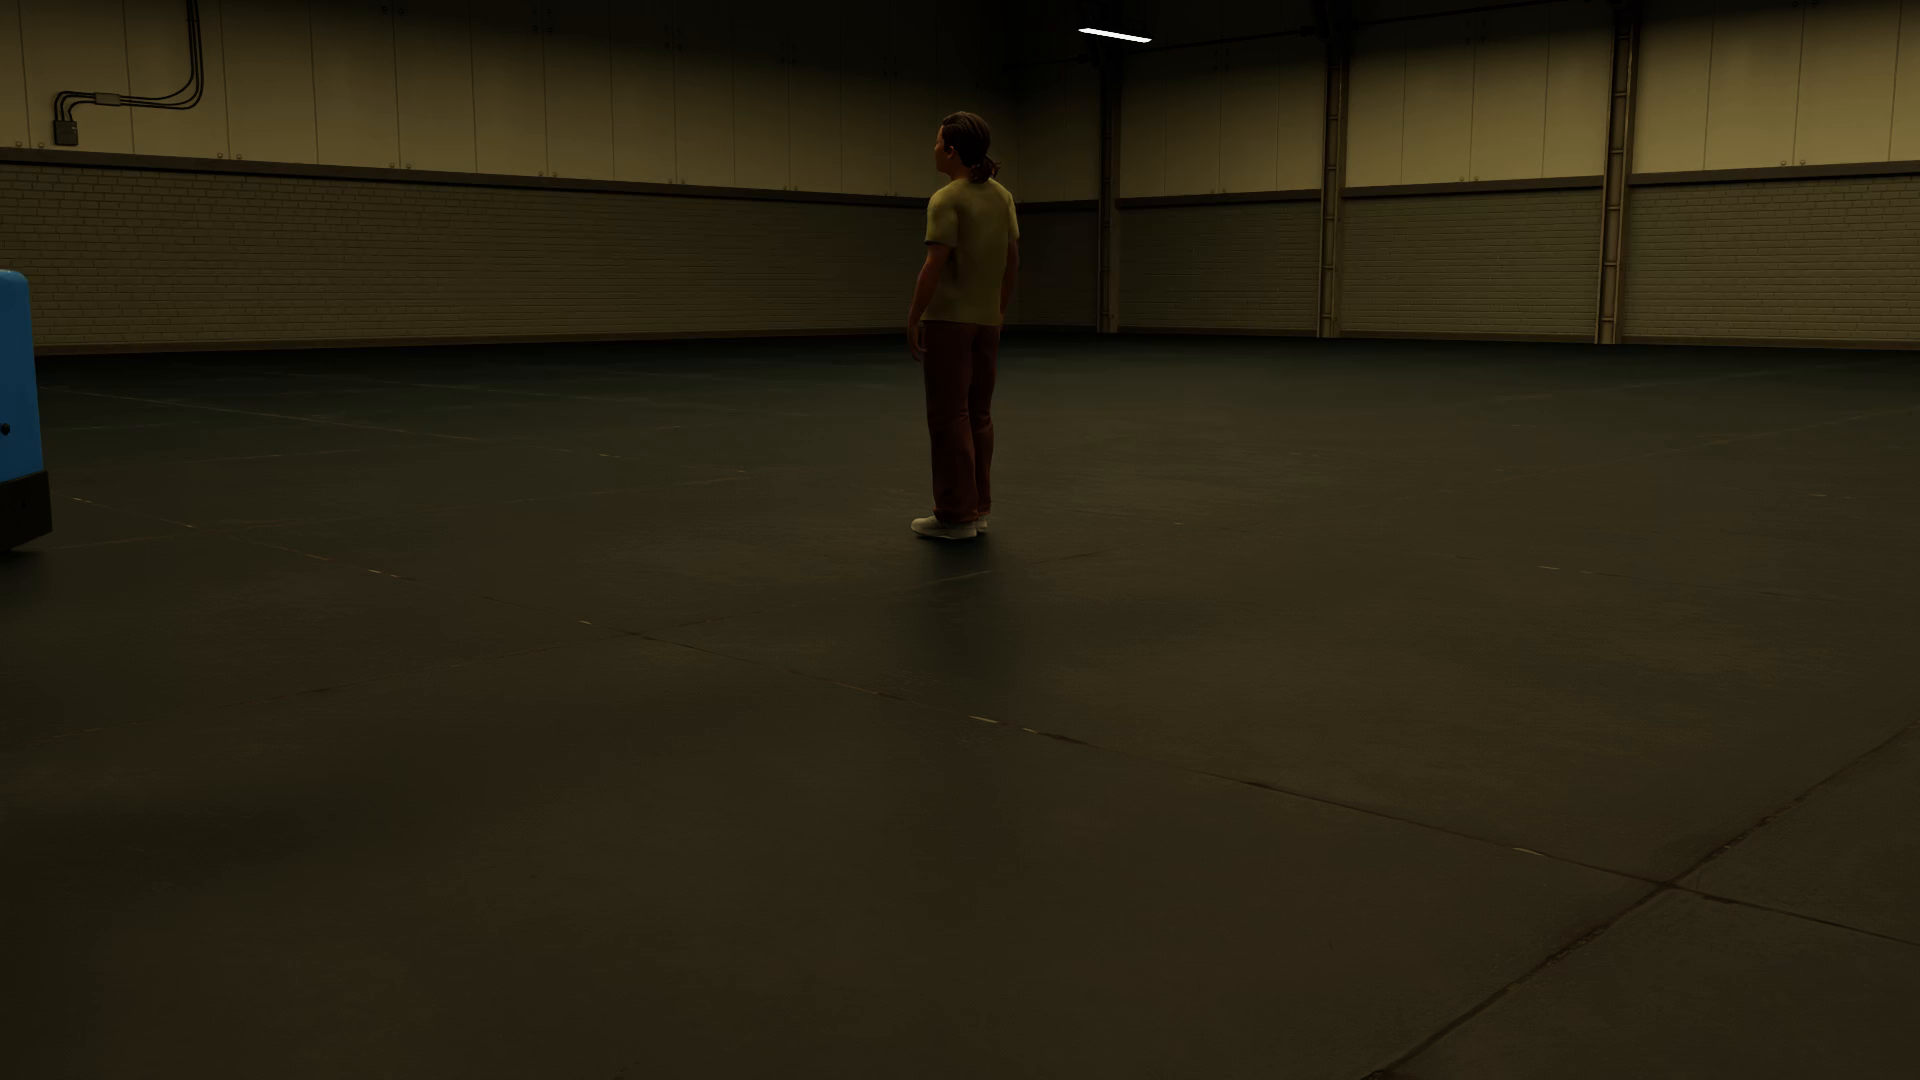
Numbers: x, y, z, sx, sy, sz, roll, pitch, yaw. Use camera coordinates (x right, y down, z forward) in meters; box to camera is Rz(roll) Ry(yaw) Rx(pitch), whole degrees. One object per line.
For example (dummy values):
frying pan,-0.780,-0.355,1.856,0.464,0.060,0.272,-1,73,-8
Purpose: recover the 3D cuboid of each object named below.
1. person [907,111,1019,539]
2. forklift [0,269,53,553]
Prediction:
person,-0.045,-0.845,6.650,0.549,1.675,0.553,8,12,43
forklift,-4.926,-1.305,5.541,3.031,2.935,1.130,-2,9,-11
